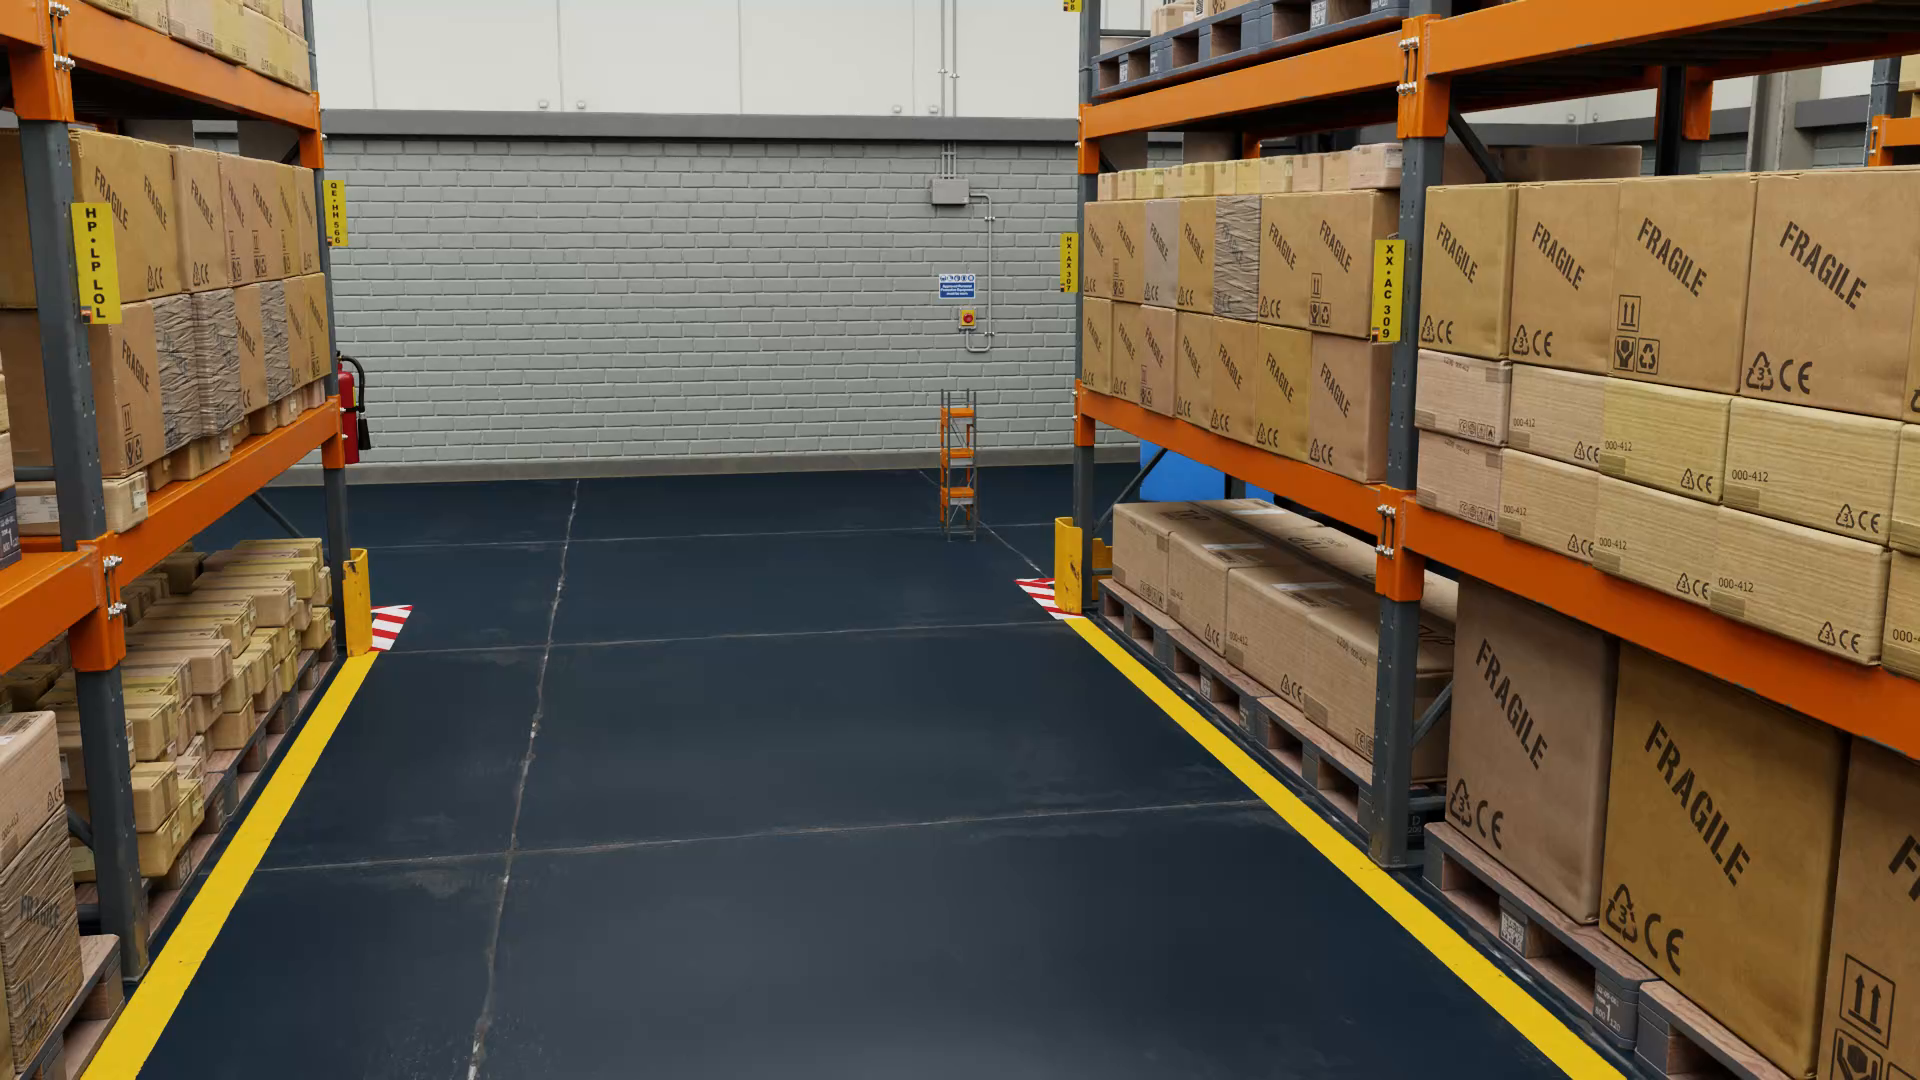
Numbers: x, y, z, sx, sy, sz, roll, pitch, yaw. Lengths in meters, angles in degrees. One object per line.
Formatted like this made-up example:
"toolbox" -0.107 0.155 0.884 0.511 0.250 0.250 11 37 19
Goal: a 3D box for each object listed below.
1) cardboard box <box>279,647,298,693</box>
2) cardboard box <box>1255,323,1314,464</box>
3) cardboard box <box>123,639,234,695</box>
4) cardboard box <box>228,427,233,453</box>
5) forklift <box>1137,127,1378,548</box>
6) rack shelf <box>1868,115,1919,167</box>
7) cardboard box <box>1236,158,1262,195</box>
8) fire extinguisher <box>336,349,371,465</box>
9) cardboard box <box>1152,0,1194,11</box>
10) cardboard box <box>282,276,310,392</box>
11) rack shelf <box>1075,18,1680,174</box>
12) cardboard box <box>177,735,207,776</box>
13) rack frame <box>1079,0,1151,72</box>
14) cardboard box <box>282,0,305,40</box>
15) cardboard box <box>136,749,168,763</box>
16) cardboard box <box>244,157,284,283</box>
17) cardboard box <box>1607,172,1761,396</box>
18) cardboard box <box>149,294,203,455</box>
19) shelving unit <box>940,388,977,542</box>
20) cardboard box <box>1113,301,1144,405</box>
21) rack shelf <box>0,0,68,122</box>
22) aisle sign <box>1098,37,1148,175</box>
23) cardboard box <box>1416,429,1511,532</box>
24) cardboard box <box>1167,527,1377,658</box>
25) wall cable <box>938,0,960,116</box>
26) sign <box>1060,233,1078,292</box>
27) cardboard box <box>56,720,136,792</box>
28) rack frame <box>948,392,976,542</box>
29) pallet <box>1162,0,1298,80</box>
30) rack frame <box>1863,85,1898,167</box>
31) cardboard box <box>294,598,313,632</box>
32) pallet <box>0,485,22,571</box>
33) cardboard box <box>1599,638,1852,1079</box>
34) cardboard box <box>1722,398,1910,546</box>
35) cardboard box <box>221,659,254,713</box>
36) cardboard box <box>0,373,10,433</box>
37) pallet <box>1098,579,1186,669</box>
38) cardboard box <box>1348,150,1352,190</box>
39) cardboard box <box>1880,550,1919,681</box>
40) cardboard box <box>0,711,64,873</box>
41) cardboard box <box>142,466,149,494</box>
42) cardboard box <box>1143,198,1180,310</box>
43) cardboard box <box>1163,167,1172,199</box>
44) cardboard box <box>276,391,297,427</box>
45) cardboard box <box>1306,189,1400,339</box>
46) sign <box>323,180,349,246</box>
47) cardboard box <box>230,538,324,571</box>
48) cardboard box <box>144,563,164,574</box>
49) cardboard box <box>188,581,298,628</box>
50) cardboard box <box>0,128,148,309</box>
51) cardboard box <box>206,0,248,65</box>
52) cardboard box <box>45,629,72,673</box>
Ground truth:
"cardboard box" -3.087 0.568 7.192 0.380 0.149 0.250 -3 11 -14
"cardboard box" 1.485 -0.584 6.472 0.500 0.500 0.500 -2 11 -12
"cardboard box" -2.904 0.471 6.108 0.380 0.149 0.250 -2 11 -10
"cardboard box" -3.040 -0.394 6.414 0.380 0.149 0.250 -2 11 -9
"forklift" 2.722 -1.332 10.854 3.031 2.935 1.130 8 13 35
"rack shelf" 6.411 -2.033 8.255 1.077 0.370 4.000 -2 11 -11
"cardboard box" 1.373 -1.505 6.905 0.380 0.149 0.250 -2 11 -12
"fire extinguisher" -3.279 -0.741 8.773 0.296 0.674 0.183 -2 11 -11
"cardboard box" 1.329 -2.674 8.712 0.500 0.250 0.500 -3 11 -16
"cardboard box" -3.247 -0.927 7.482 0.500 0.500 0.500 -2 11 -12
"rack shelf" 1.542 -1.851 7.303 1.077 0.370 4.000 -2 11 -11
"cardboard box" -2.910 0.813 5.906 0.380 0.149 0.250 -2 11 -12
"rack frame" 1.153 -4.045 8.883 1.000 3.000 0.127 -2 11 -11
"cardboard box" -3.343 -2.470 7.692 0.500 0.250 0.500 -2 11 -13
"cardboard box" -2.798 0.761 5.382 0.380 0.149 0.250 -2 11 -11
"cardboard box" -3.141 -1.323 6.889 0.500 0.500 0.500 -2 11 -8
"cardboard box" 1.956 -0.629 4.039 0.500 0.500 0.500 -2 11 -12
"cardboard box" -2.857 -0.552 5.510 0.500 0.500 0.500 -2 11 -11
"shelving unit" -0.010 -0.526 11.650 0.215 1.050 0.252 -2 11 -11
"cardboard box" 1.091 -0.957 8.435 0.500 0.500 0.500 -2 11 -12
"rack shelf" -2.515 -0.919 2.405 1.077 0.370 4.000 -2 11 -11
"aisle sign" 0.855 -2.378 9.214 0.394 0.787 0.004 -2 11 -11
"cardboard box" 1.758 -0.200 5.129 0.500 0.250 0.500 -2 11 -12
"cardboard box" 1.566 0.239 8.147 0.875 0.438 0.875 -2 11 -9
"wall cable" -0.229 -5.078 14.310 0.463 3.000 0.029 -2 11 -11
"sign" 0.608 -1.543 9.255 0.100 0.325 0.005 -2 11 -11
"cardboard box" -2.768 0.665 5.089 0.380 0.149 0.250 -2 11 -9
"rack frame" 0.013 -0.503 11.532 0.200 1.050 0.008 -2 11 -11
"pallet" 1.549 -2.168 7.280 1.003 0.211 1.213 -2 11 -11
"rack frame" 6.022 -1.279 10.395 1.000 3.000 0.127 -2 11 -11
"cardboard box" -3.197 0.330 7.645 0.380 0.149 0.250 -3 11 -13
"pallet" -2.898 0.074 3.800 1.003 0.211 1.213 -2 11 -11
"cardboard box" 2.314 0.749 4.297 0.875 0.875 0.875 -2 11 -9
"cardboard box" 2.042 -0.165 3.603 0.500 0.250 0.500 -2 11 -13
"cardboard box" -2.948 0.568 6.396 0.380 0.149 0.250 -2 11 -11
"cardboard box" -2.633 -0.329 4.157 0.380 0.149 0.250 -2 11 -9
"pallet" 1.386 0.416 8.949 1.003 0.211 1.213 -2 11 -11
"cardboard box" 1.615 -1.321 5.936 0.380 0.149 0.250 -2 11 -10
"cardboard box" 2.159 0.173 3.164 0.500 0.250 0.500 -2 11 -12
"cardboard box" -2.512 0.615 4.001 0.500 0.250 0.500 -2 11 -13
"cardboard box" -2.865 -0.198 5.386 0.380 0.149 0.250 -3 11 -14
"cardboard box" 1.182 -1.351 7.833 0.500 0.500 0.500 -2 11 -11
"cardboard box" 1.182 -1.691 7.881 0.380 0.149 0.250 -2 11 -10
"cardboard box" -3.194 -0.588 7.437 0.380 0.149 0.250 -2 11 -9
"cardboard box" 1.569 -0.981 5.888 0.500 0.500 0.500 -2 11 -11
"sign" -3.134 -1.640 8.349 0.100 0.325 0.005 -2 11 -11
"cardboard box" -3.331 0.090 8.110 0.380 0.149 0.250 -2 11 -10
"cardboard box" -3.819 0.208 7.492 0.380 0.149 0.250 -2 11 -11
"cardboard box" -3.068 0.278 7.122 0.380 0.149 0.250 -2 11 -9
"cardboard box" -2.753 -0.944 4.897 0.500 0.500 0.500 -2 11 -10
"cardboard box" -3.022 -1.944 6.267 0.500 0.250 0.500 -2 11 -8
"cardboard box" -3.555 0.444 6.253 0.380 0.149 0.250 -3 11 -13
